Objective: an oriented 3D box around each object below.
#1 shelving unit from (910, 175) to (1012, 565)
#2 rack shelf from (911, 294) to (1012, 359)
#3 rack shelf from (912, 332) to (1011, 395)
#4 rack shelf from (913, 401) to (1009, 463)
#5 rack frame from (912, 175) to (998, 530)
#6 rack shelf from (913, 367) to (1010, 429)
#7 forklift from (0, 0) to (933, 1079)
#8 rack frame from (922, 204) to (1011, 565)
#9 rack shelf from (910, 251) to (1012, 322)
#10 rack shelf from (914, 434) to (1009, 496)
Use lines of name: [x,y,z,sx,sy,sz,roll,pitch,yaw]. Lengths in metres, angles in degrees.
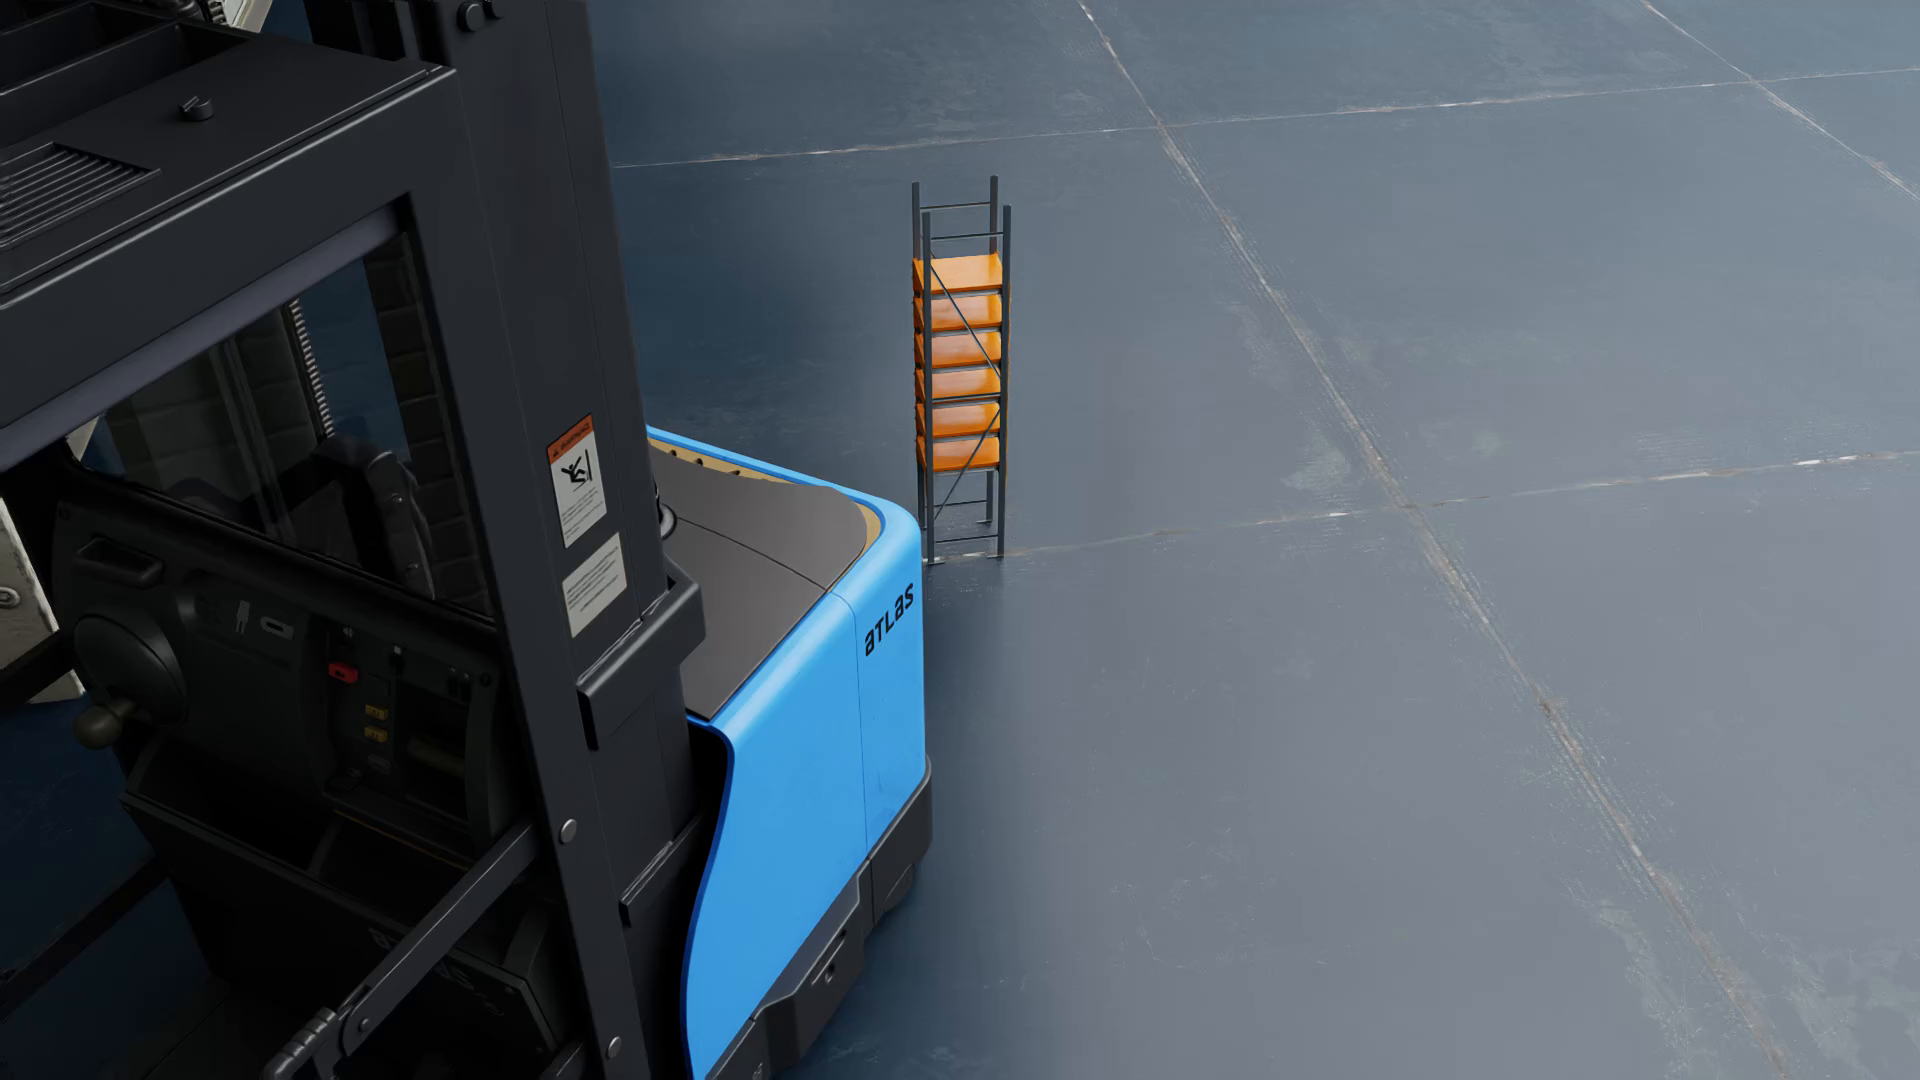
shelving unit: [0.003,-0.465,4.871,0.258,1.200,0.189,-6,38,-8]
rack shelf: [0.003,-0.620,4.751,0.258,0.103,0.180,-6,38,-8]
rack shelf: [0.003,-0.525,4.824,0.258,0.103,0.180,-6,38,-8]
rack shelf: [0.003,-0.335,4.972,0.258,0.103,0.180,-6,38,-8]
rack frame: [-0.013,-0.520,4.942,0.240,1.200,0.006,-6,38,-8]
rack shelf: [0.003,-0.430,4.898,0.258,0.103,0.180,-6,38,-8]
forklift: [-1.190,0.293,2.484,1.130,2.935,3.031,17,41,21]
rack frame: [0.019,-0.410,4.800,0.240,1.200,0.006,-6,38,-8]
rack shelf: [0.003,-0.714,4.677,0.258,0.103,0.180,-6,38,-8]
rack shelf: [0.003,-0.240,5.045,0.258,0.103,0.180,-6,38,-8]
